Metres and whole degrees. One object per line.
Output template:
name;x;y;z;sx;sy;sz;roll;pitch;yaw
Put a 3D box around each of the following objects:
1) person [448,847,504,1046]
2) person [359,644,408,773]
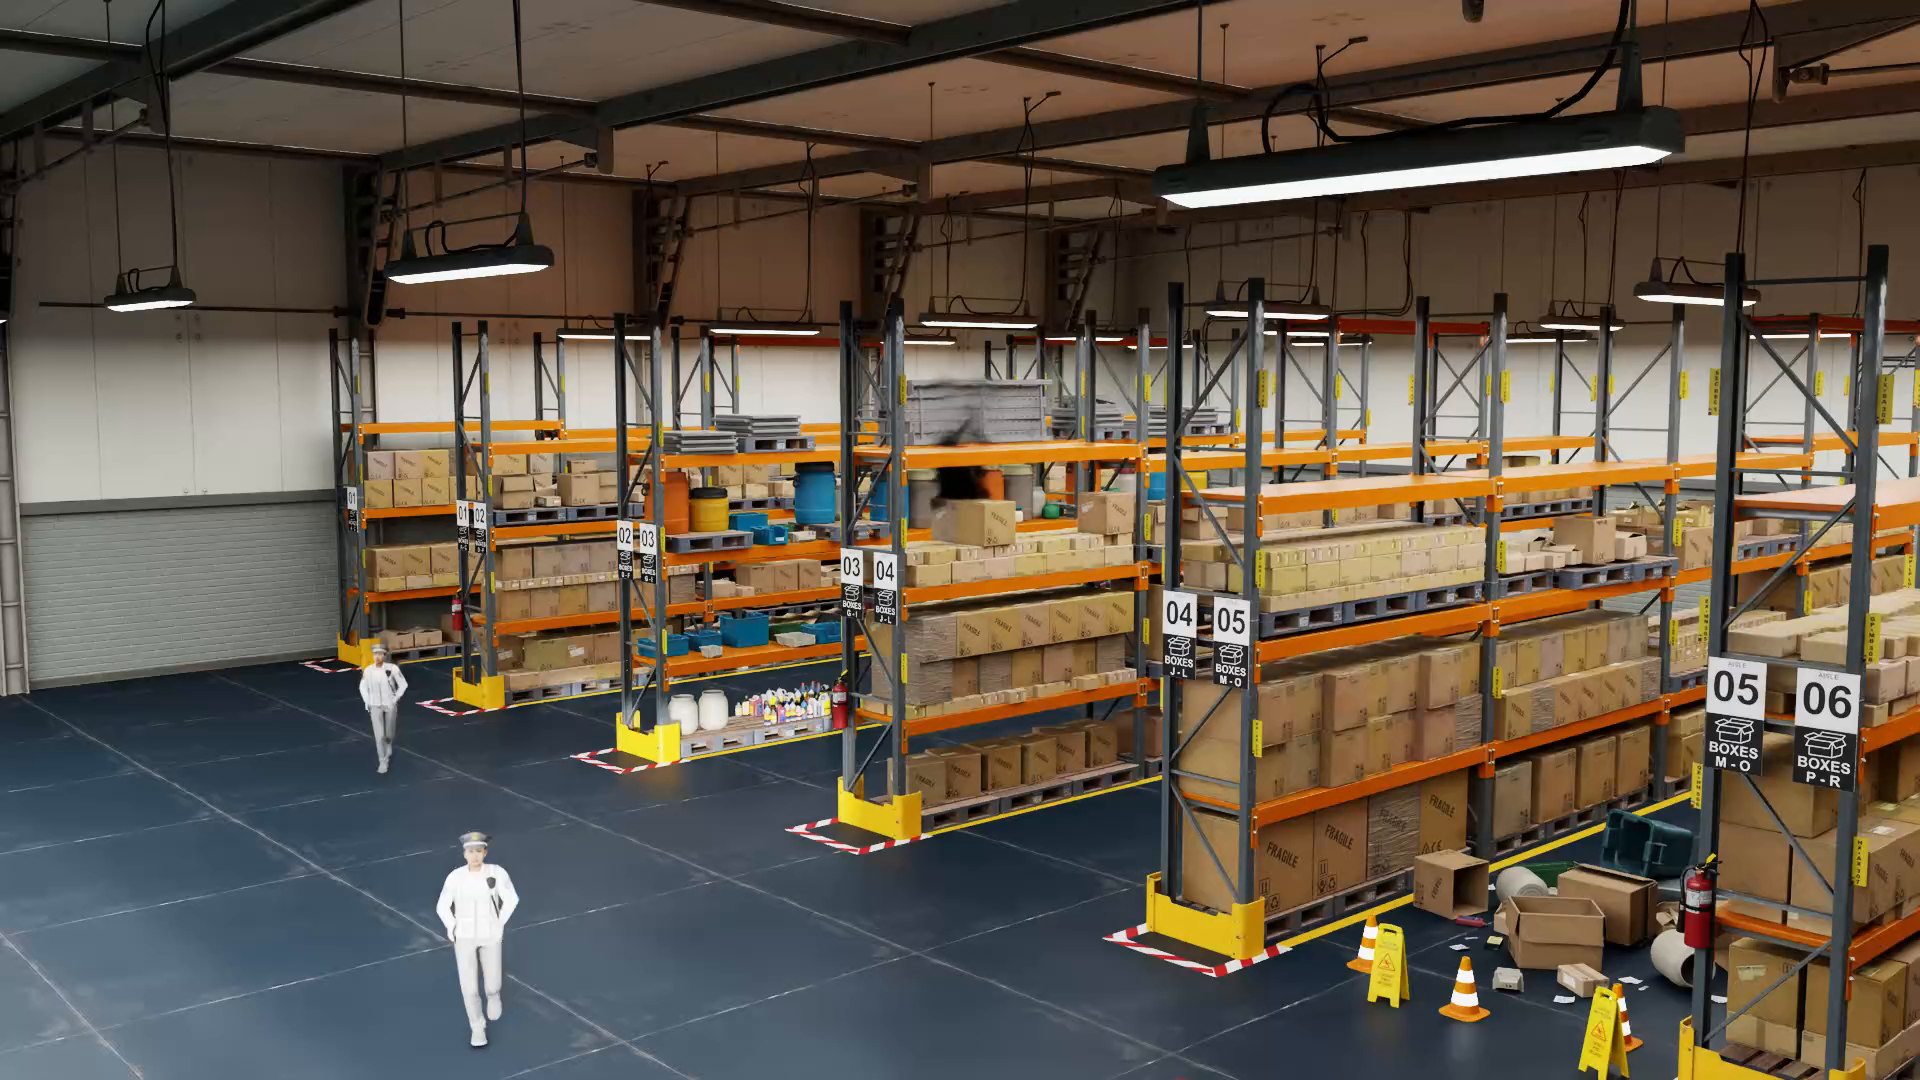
person;-3.752;3.094;12.924;0.430;1.599;0.555;-1;6;-13
person;-7.595;2.183;21.912;0.614;1.684;0.646;-1;6;-12
